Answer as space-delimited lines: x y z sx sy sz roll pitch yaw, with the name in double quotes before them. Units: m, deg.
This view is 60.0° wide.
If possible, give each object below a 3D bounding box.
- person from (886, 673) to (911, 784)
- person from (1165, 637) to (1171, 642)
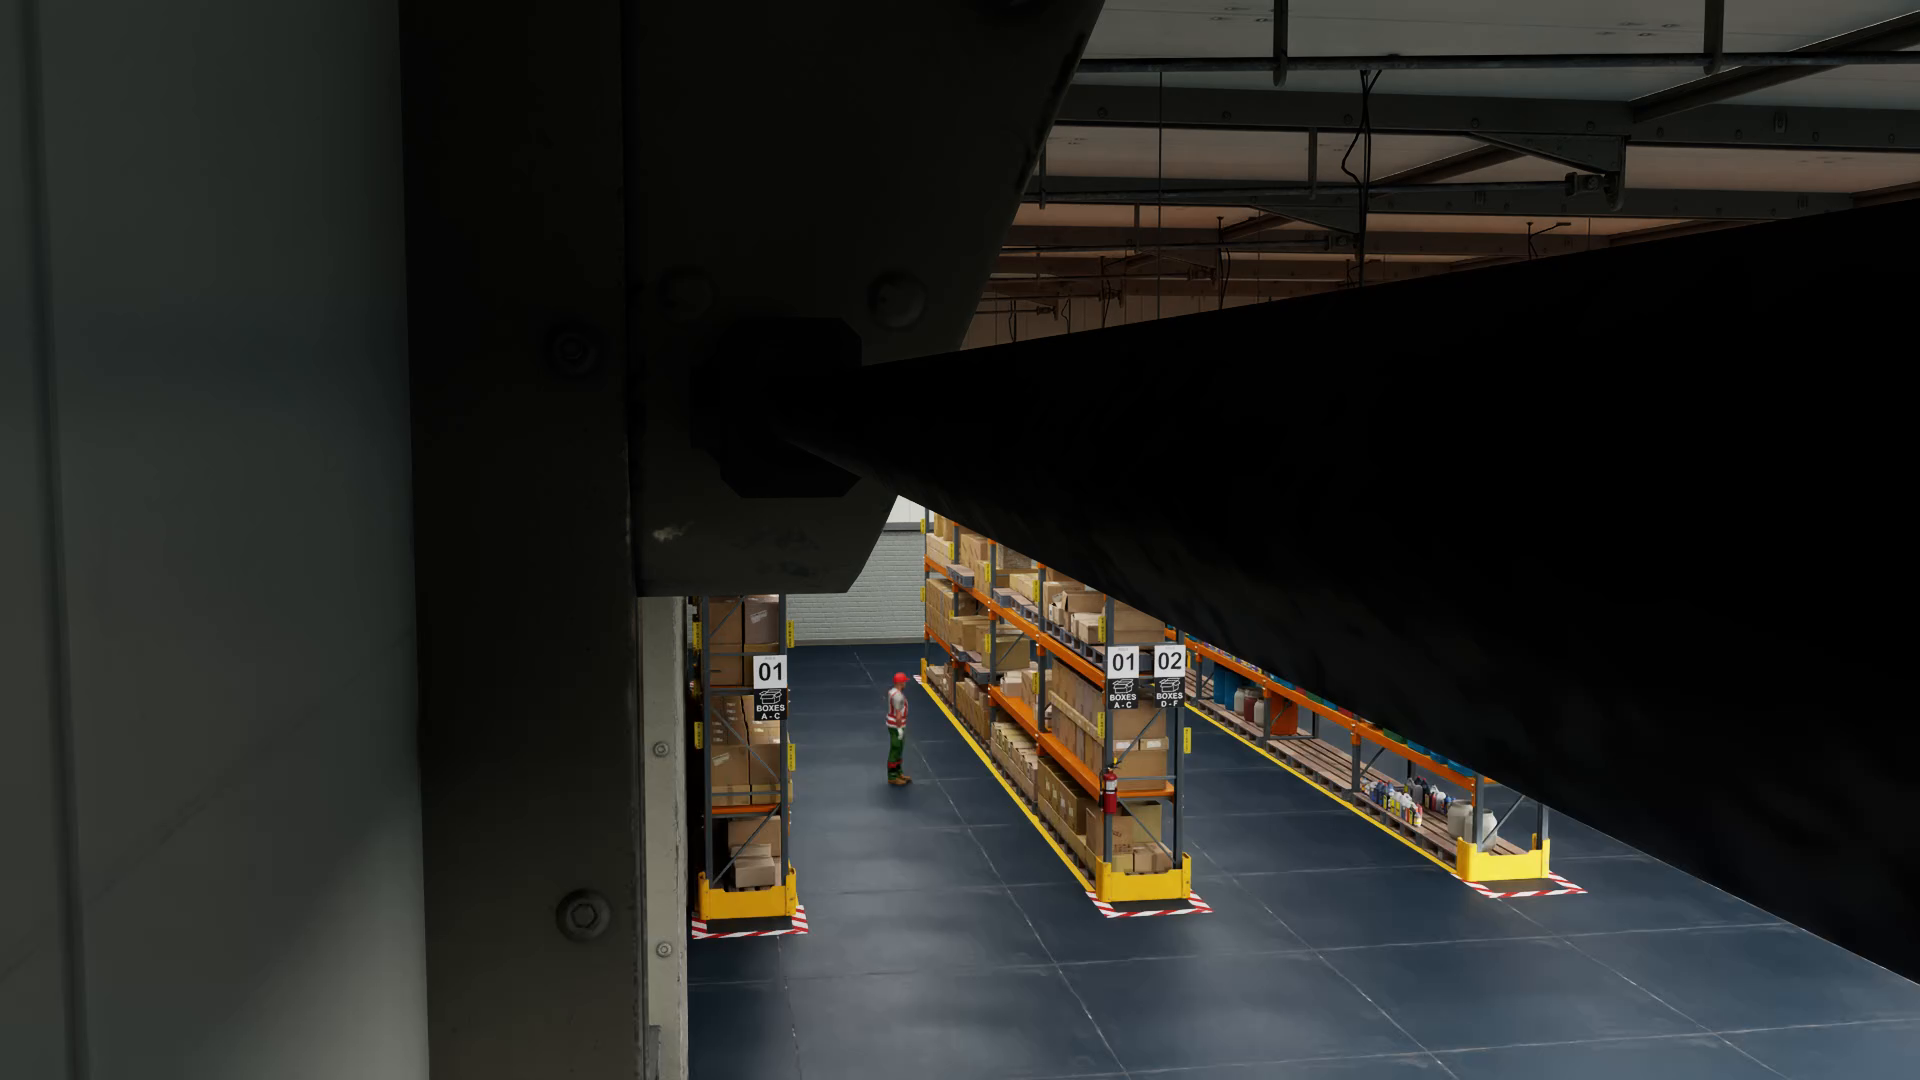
"person" -0.998 3.053 27.057 0.402 1.801 0.564 -1 5 -10
"person" 4.957 1.972 40.558 0.468 1.600 0.358 -1 5 -10
